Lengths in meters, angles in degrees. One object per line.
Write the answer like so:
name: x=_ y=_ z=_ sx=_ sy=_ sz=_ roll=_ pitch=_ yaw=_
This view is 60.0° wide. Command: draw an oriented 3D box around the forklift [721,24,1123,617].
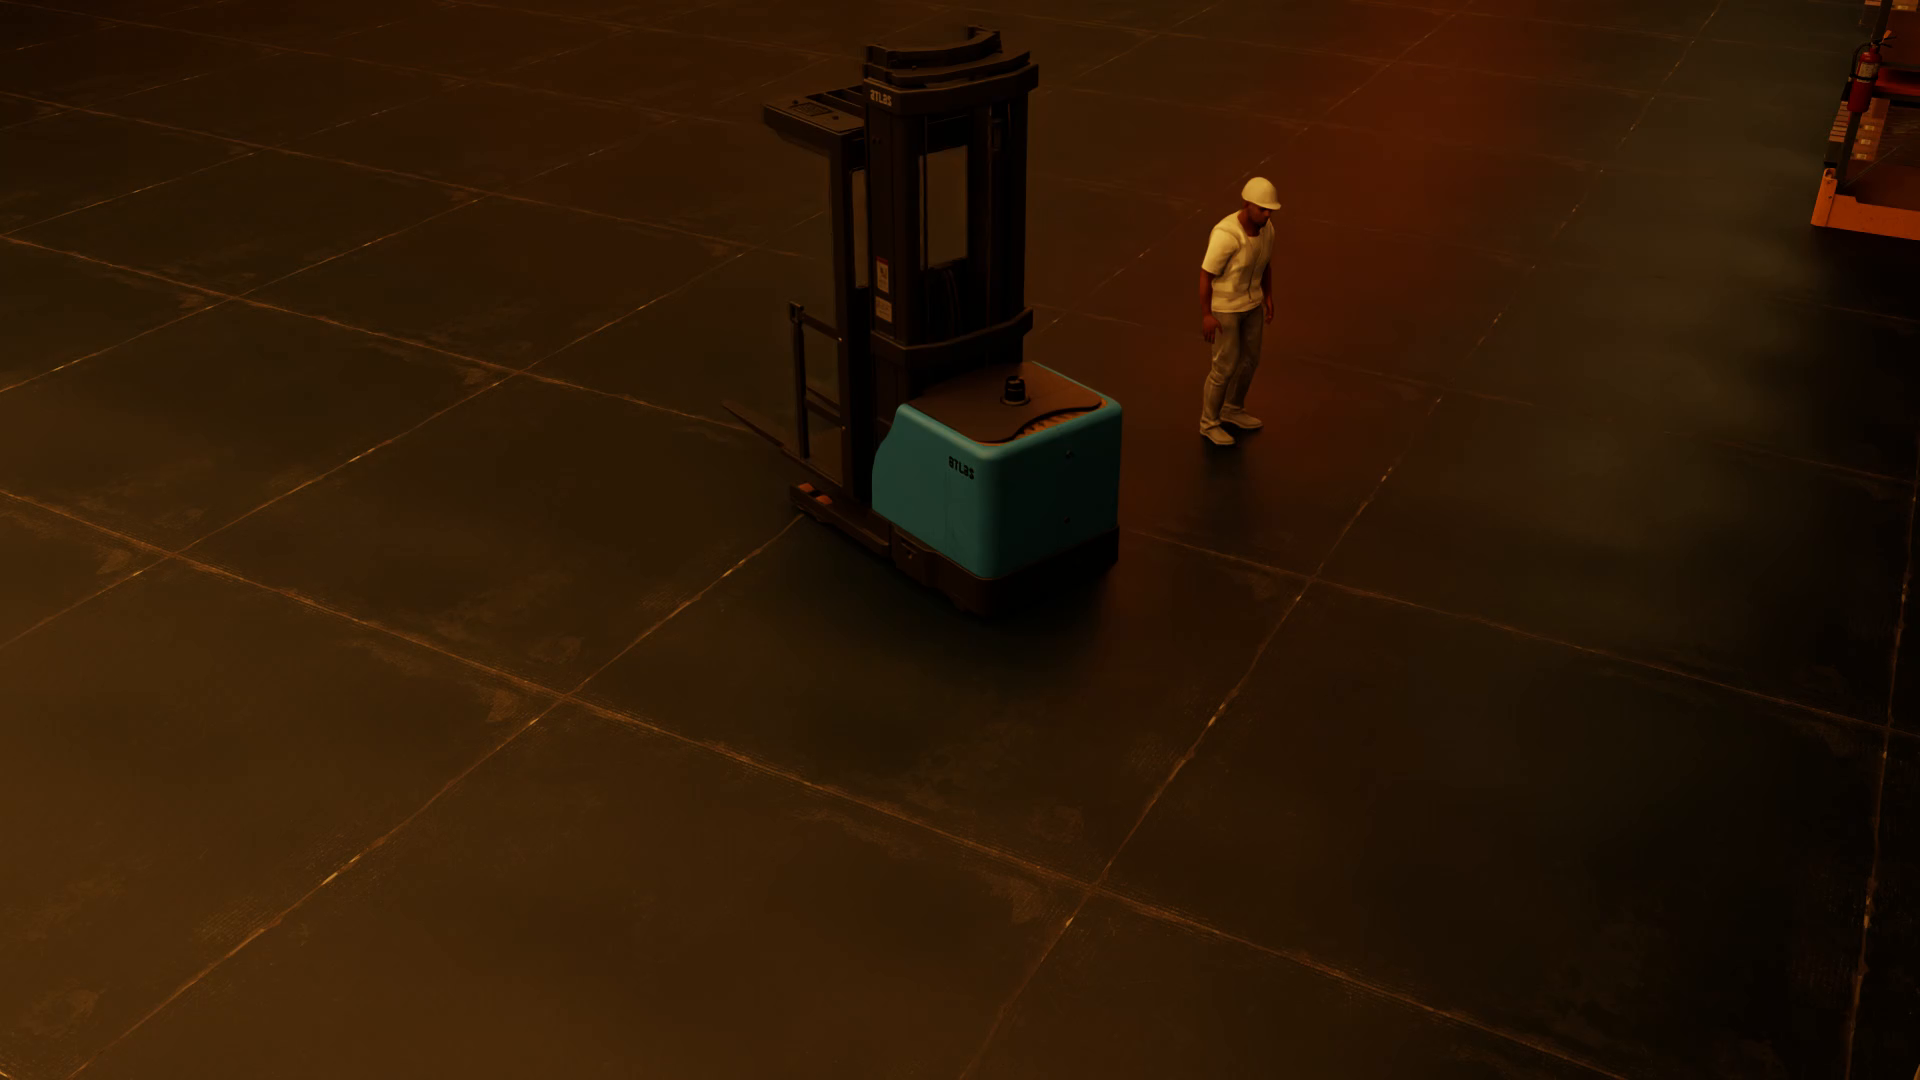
forklift: x=-0.398 y=-1.517 z=9.699 sx=1.130 sy=2.935 sz=3.031 roll=-22 pitch=37 yaw=-33

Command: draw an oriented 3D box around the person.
person: x=1.822 y=-1.514 z=10.870 sx=0.670 sy=1.759 sz=0.450 roll=-24 pitch=38 yaw=-35
